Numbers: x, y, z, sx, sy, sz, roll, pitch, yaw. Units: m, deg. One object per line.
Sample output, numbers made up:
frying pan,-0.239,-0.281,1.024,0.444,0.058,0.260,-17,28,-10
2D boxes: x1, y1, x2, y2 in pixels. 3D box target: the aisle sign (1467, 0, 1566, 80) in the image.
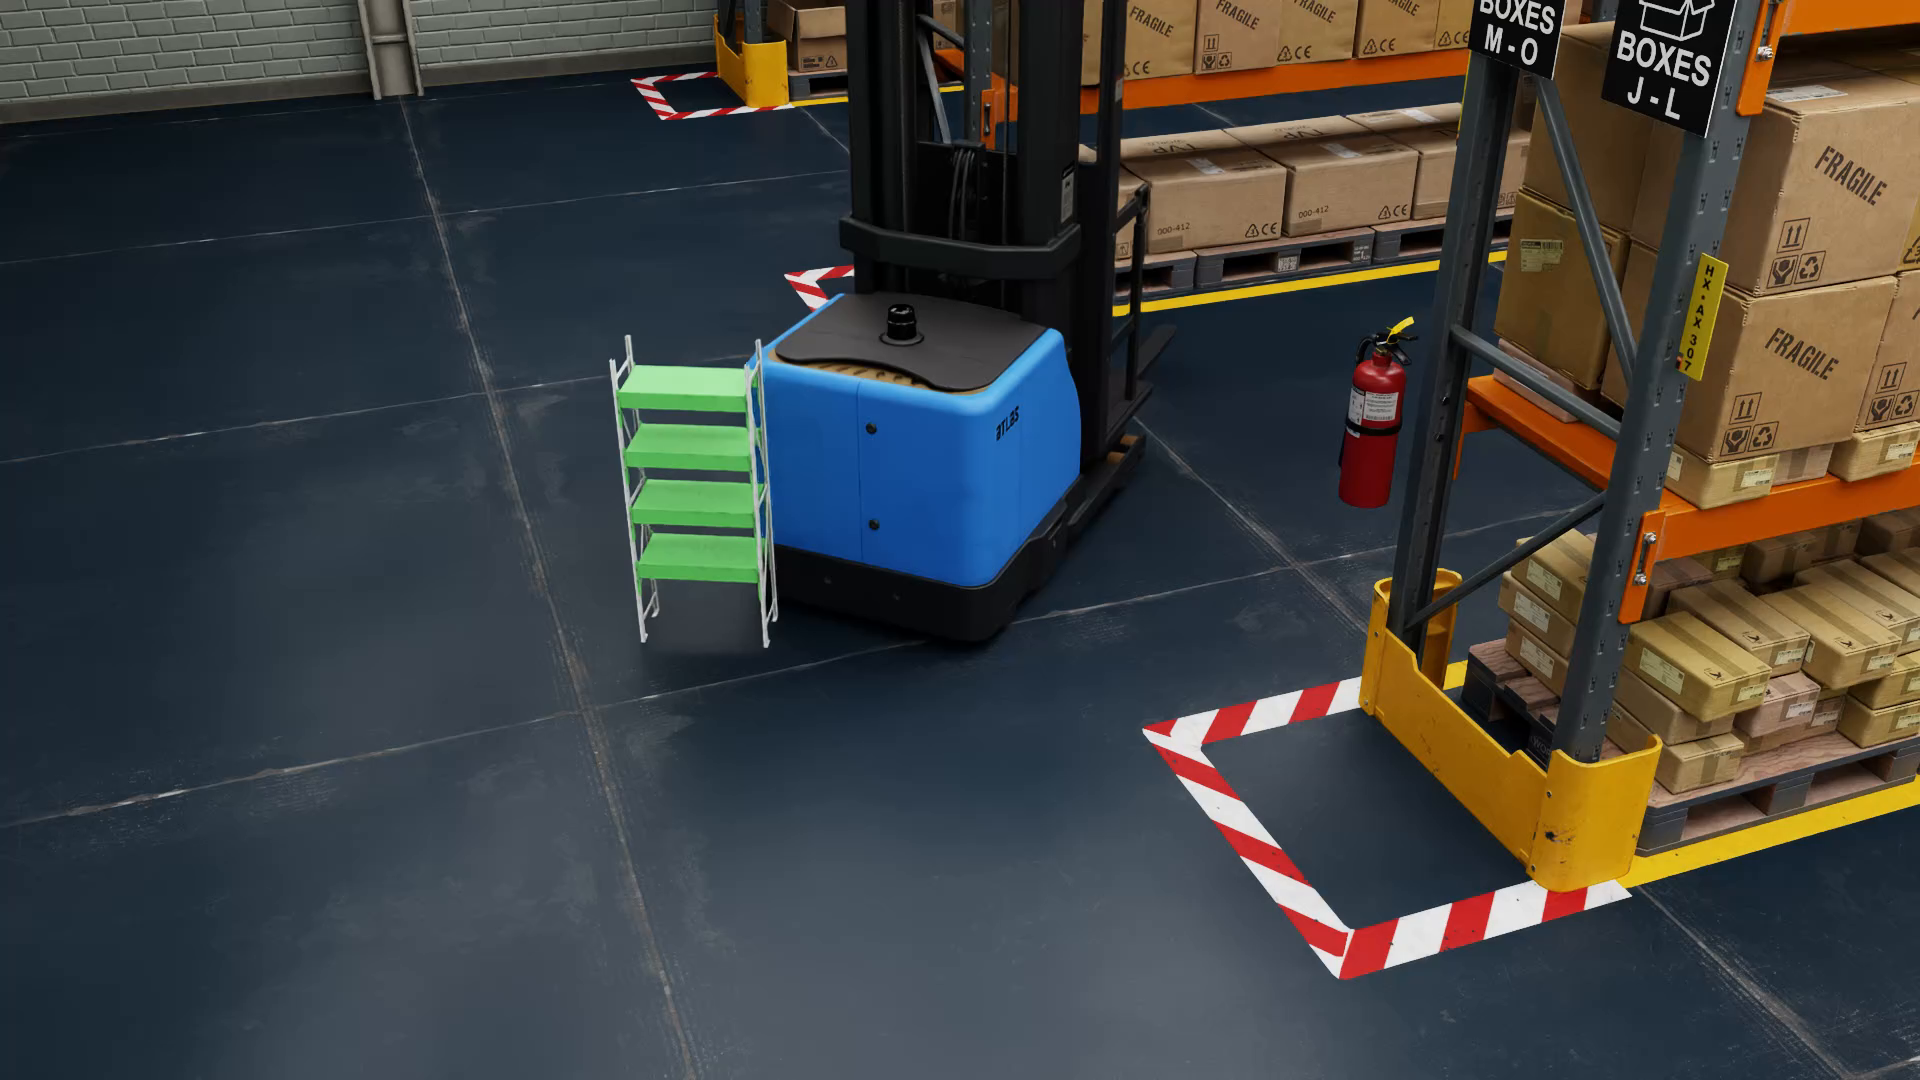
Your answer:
aisle sign,1.584,-1.717,4.607,0.004,0.787,0.394,-10,31,-18

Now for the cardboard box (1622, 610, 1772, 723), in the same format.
cardboard box,2.366,0.404,5.365,0.250,0.149,0.380,-12,32,-20

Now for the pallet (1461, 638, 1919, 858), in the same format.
pallet,2.602,0.614,5.959,1.213,0.211,1.003,-10,31,-18

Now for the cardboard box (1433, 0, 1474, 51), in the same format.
cardboard box,2.859,-3.184,9.707,0.500,0.500,0.500,-11,32,-19

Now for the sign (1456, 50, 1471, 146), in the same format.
sign,1.582,-1.362,5.122,0.005,0.325,0.100,-10,31,-18

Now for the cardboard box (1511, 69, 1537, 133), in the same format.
cardboard box,4.238,-2.834,10.916,0.875,0.875,0.875,-9,31,-16

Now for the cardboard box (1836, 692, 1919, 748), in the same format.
cardboard box,3.084,0.531,5.743,0.250,0.149,0.380,-10,31,-17

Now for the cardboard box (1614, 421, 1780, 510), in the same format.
cardboard box,2.175,-0.255,4.922,0.250,0.149,0.380,-11,31,-18

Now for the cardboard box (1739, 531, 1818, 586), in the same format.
cardboard box,2.883,-0.008,6.088,0.250,0.149,0.380,-12,32,-20

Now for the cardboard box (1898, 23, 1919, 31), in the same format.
cardboard box,3.058,-1.444,5.342,0.500,0.500,0.500,-9,31,-15

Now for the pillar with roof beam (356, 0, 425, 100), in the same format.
pillar with roof beam,-3.139,-5.604,7.996,0.400,9.000,9.100,-10,31,-18

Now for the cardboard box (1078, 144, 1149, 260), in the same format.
cardboard box,0.520,-1.969,9.841,0.875,0.438,0.875,-12,32,-19

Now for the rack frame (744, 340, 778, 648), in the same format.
rack frame,-0.751,-0.157,6.314,0.015,1.200,0.240,2,30,4

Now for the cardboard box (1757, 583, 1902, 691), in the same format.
cardboard box,2.864,0.317,5.518,0.250,0.149,0.380,-11,31,-18

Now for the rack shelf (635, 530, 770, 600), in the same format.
rack shelf,-0.994,0.097,6.482,0.480,0.148,0.258,2,30,4

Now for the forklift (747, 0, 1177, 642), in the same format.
forklift,0.227,-1.592,7.083,1.130,2.935,3.031,12,32,21

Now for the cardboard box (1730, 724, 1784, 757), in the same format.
cardboard box,2.576,0.570,5.674,0.250,0.149,0.380,-11,31,-18

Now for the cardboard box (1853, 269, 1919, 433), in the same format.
cardboard box,2.767,-0.687,5.024,0.500,0.500,0.500,-10,31,-18

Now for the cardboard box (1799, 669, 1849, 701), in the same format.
cardboard box,2.812,0.391,5.689,0.250,0.149,0.380,-10,31,-17

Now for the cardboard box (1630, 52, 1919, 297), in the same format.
cardboard box,2.270,-1.022,4.602,0.500,0.500,0.500,-11,31,-18

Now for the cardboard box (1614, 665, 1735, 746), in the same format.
cardboard box,2.337,0.495,5.506,0.250,0.149,0.380,-9,31,-16

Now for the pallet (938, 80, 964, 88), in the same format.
pallet,0.161,-4.190,14.392,1.213,0.211,1.003,-10,31,-18

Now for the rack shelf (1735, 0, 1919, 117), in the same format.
rack shelf,3.631,-1.797,5.070,4.000,0.370,1.077,-10,31,-18

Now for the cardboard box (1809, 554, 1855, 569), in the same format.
cardboard box,3.119,0.057,6.275,0.250,0.149,0.380,-10,31,-17

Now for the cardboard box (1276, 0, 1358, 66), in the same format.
cardboard box,1.897,-3.007,9.396,0.500,0.500,0.500,-9,31,-16

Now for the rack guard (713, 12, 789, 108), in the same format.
rack guard,-1.727,-3.969,13.712,0.348,0.500,1.175,-10,31,-18

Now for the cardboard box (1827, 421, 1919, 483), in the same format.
cardboard box,2.670,-0.340,5.071,0.250,0.149,0.380,-11,32,-19

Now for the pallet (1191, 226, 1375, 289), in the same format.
pallet,1.800,-1.911,10.391,1.213,0.211,1.003,-10,31,-18

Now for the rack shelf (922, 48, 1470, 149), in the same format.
rack shelf,1.810,-2.772,9.813,4.000,0.370,1.077,-10,31,-18

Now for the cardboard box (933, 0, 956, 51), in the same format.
cardboard box,-0.377,-4.330,13.920,0.500,0.500,0.700,-9,31,-16

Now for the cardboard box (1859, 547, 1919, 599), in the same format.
cardboard box,3.330,0.192,5.737,0.250,0.149,0.380,-9,31,-16

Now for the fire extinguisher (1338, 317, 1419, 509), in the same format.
fire extinguisher,1.360,-0.436,5.439,0.183,0.674,0.296,-10,31,-18

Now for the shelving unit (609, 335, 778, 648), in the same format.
shelving unit,-0.994,-0.167,6.331,0.503,1.200,0.258,2,30,4

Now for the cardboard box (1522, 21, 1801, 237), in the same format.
cardboard box,2.099,-1.262,5.024,0.500,0.500,0.500,-11,31,-19

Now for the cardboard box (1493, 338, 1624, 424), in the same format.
cardboard box,1.964,-0.539,5.420,0.250,0.149,0.380,-10,31,-18

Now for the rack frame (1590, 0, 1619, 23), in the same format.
rack frame,3.685,-3.430,10.241,0.127,3.000,1.000,-10,31,-18

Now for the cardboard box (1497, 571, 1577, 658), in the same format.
cardboard box,2.152,0.243,5.949,0.250,0.149,0.380,-11,32,-19

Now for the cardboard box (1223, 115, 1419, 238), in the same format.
cardboard box,2.220,-2.286,10.396,0.875,0.438,0.875,-11,32,-19

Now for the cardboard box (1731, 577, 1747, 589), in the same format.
cardboard box,2.638,0.152,6.108,0.250,0.149,0.380,-12,32,-20

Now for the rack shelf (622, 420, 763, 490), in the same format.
rack shelf,-0.994,-0.320,6.244,0.480,0.148,0.258,2,30,4

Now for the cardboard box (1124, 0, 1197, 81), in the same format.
cardboard box,0.950,-2.833,9.092,0.500,0.500,0.500,-11,31,-18

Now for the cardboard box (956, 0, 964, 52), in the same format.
cardboard box,0.296,-2.989,9.366,0.500,0.500,0.500,-10,31,-17

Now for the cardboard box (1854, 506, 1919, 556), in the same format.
cardboard box,3.401,-0.074,6.204,0.250,0.149,0.380,-11,32,-19

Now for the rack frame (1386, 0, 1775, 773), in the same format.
rack frame,1.757,-0.461,5.028,0.127,3.000,1.000,-10,31,-18

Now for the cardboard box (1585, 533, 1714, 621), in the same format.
cardboard box,2.420,0.111,5.879,0.250,0.149,0.380,-10,31,-17
